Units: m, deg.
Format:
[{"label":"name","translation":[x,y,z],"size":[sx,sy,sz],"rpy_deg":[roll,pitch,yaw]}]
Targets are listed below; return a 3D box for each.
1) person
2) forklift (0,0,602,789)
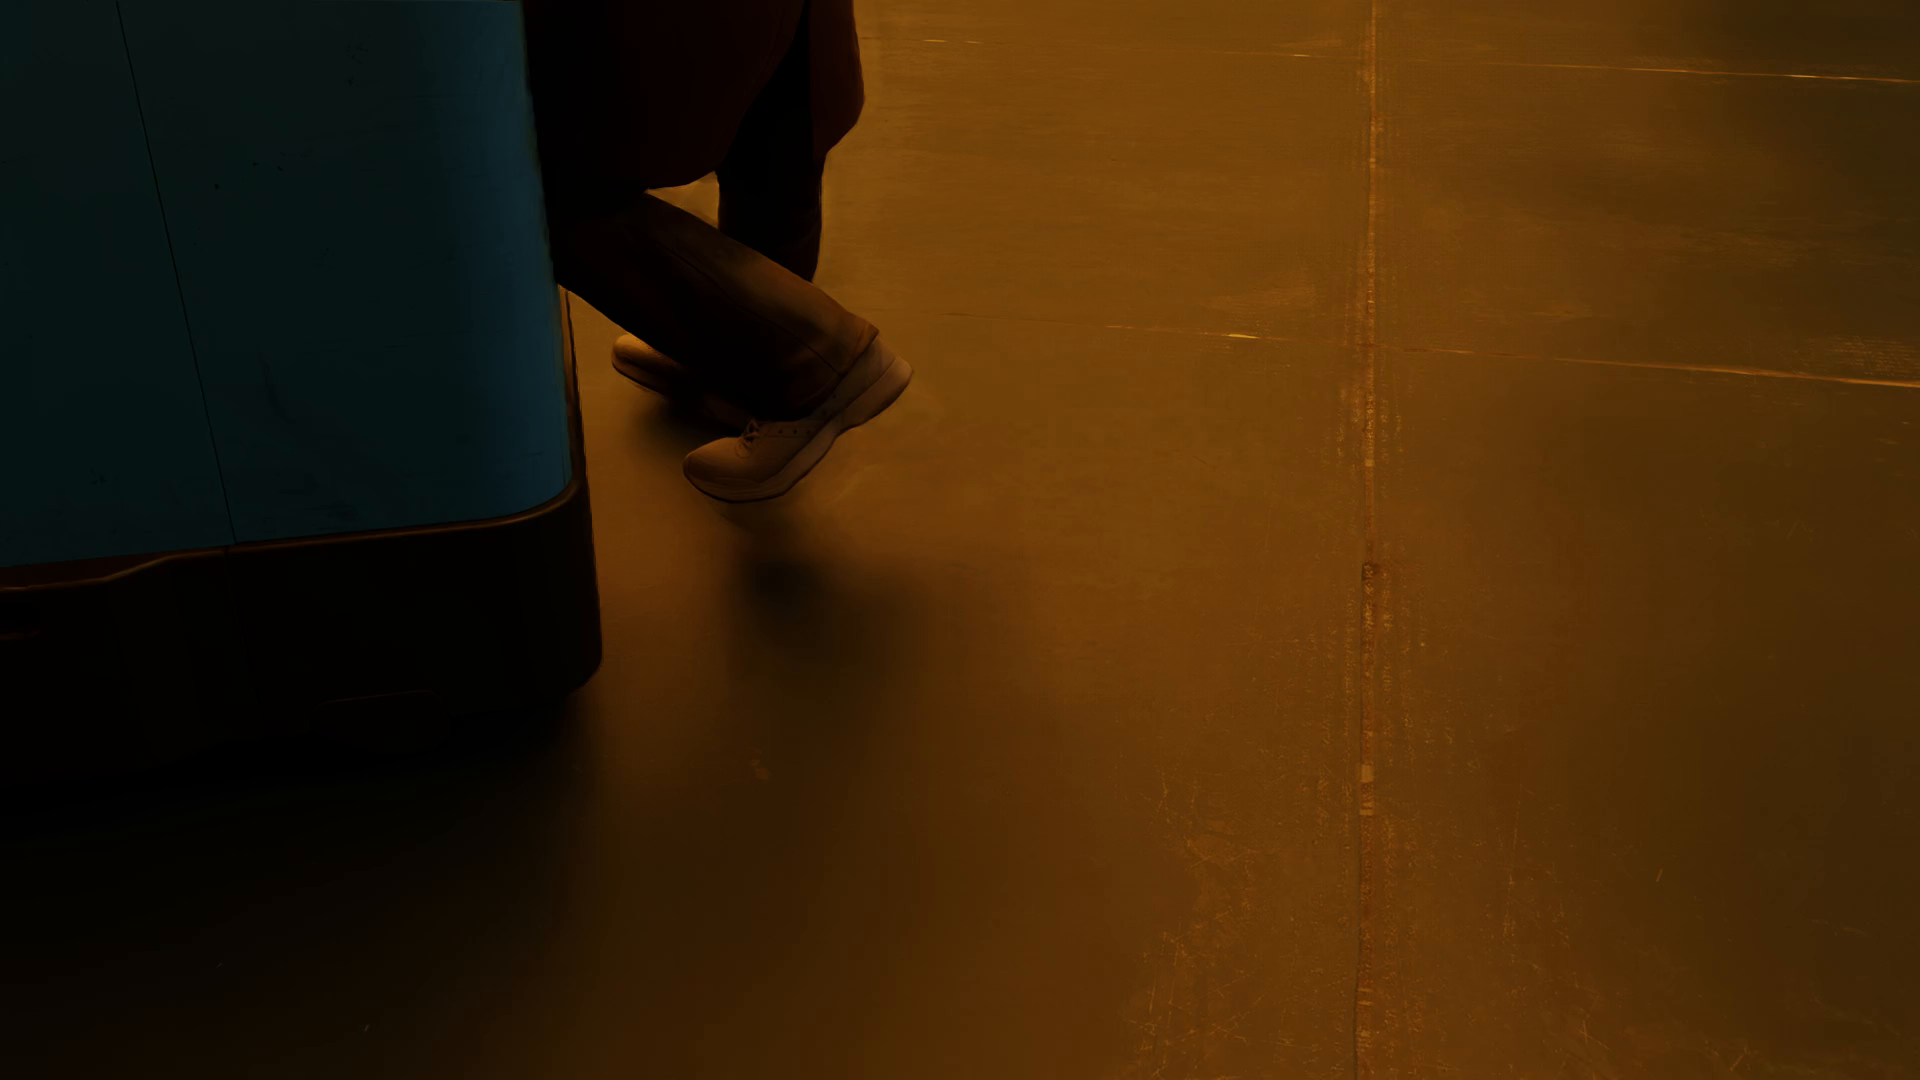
[{"label":"person","translation":[-0.442,-0.828,2.262],"size":[0.751,1.695,0.774],"rpy_deg":[13,30,25]},{"label":"forklift","translation":[-2.015,-1.129,1.485],"size":[3.031,2.935,1.130],"rpy_deg":[-6,27,-12]}]
